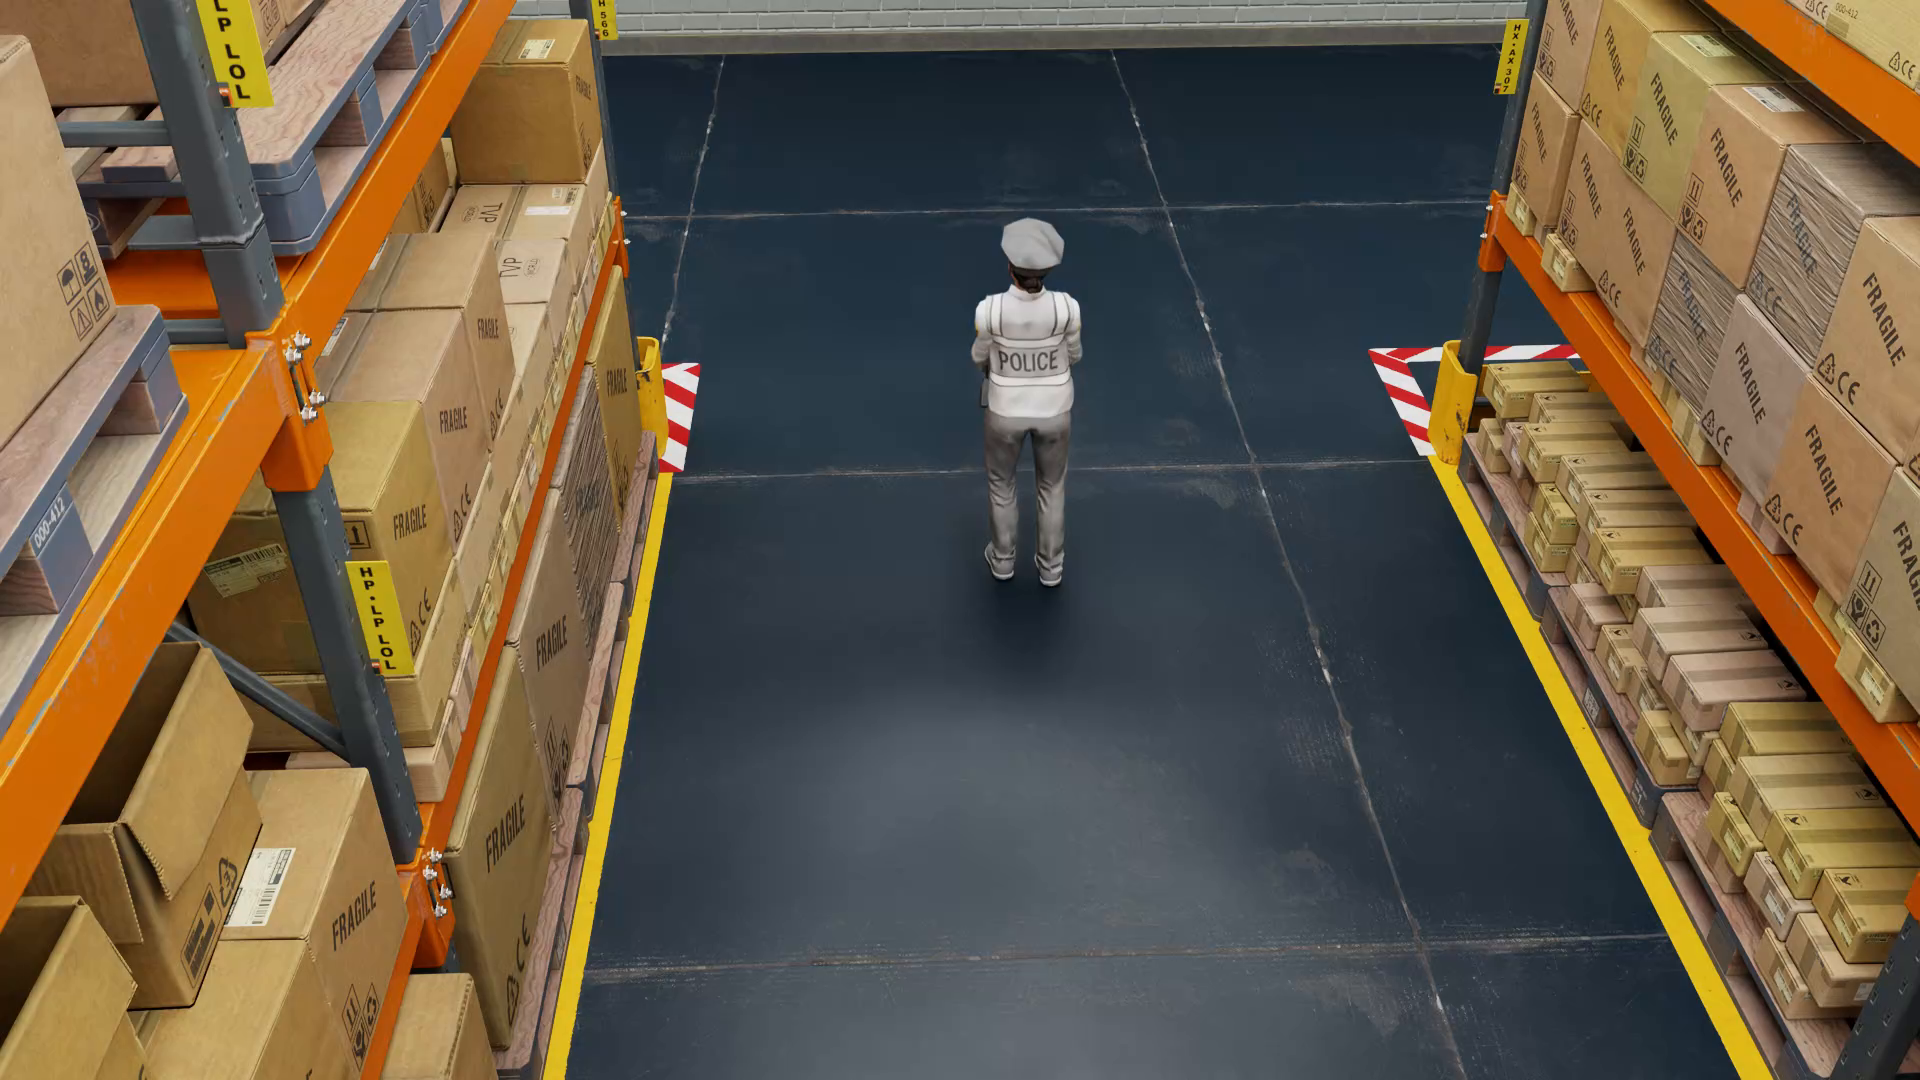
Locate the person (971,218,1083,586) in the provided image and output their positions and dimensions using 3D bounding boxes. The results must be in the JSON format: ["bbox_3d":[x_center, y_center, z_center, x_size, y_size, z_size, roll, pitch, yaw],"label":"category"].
[{"bbox_3d":[0.273,-0.581,6.944,0.453,1.691,0.523,-2,35,-2],"label":"person"}]
